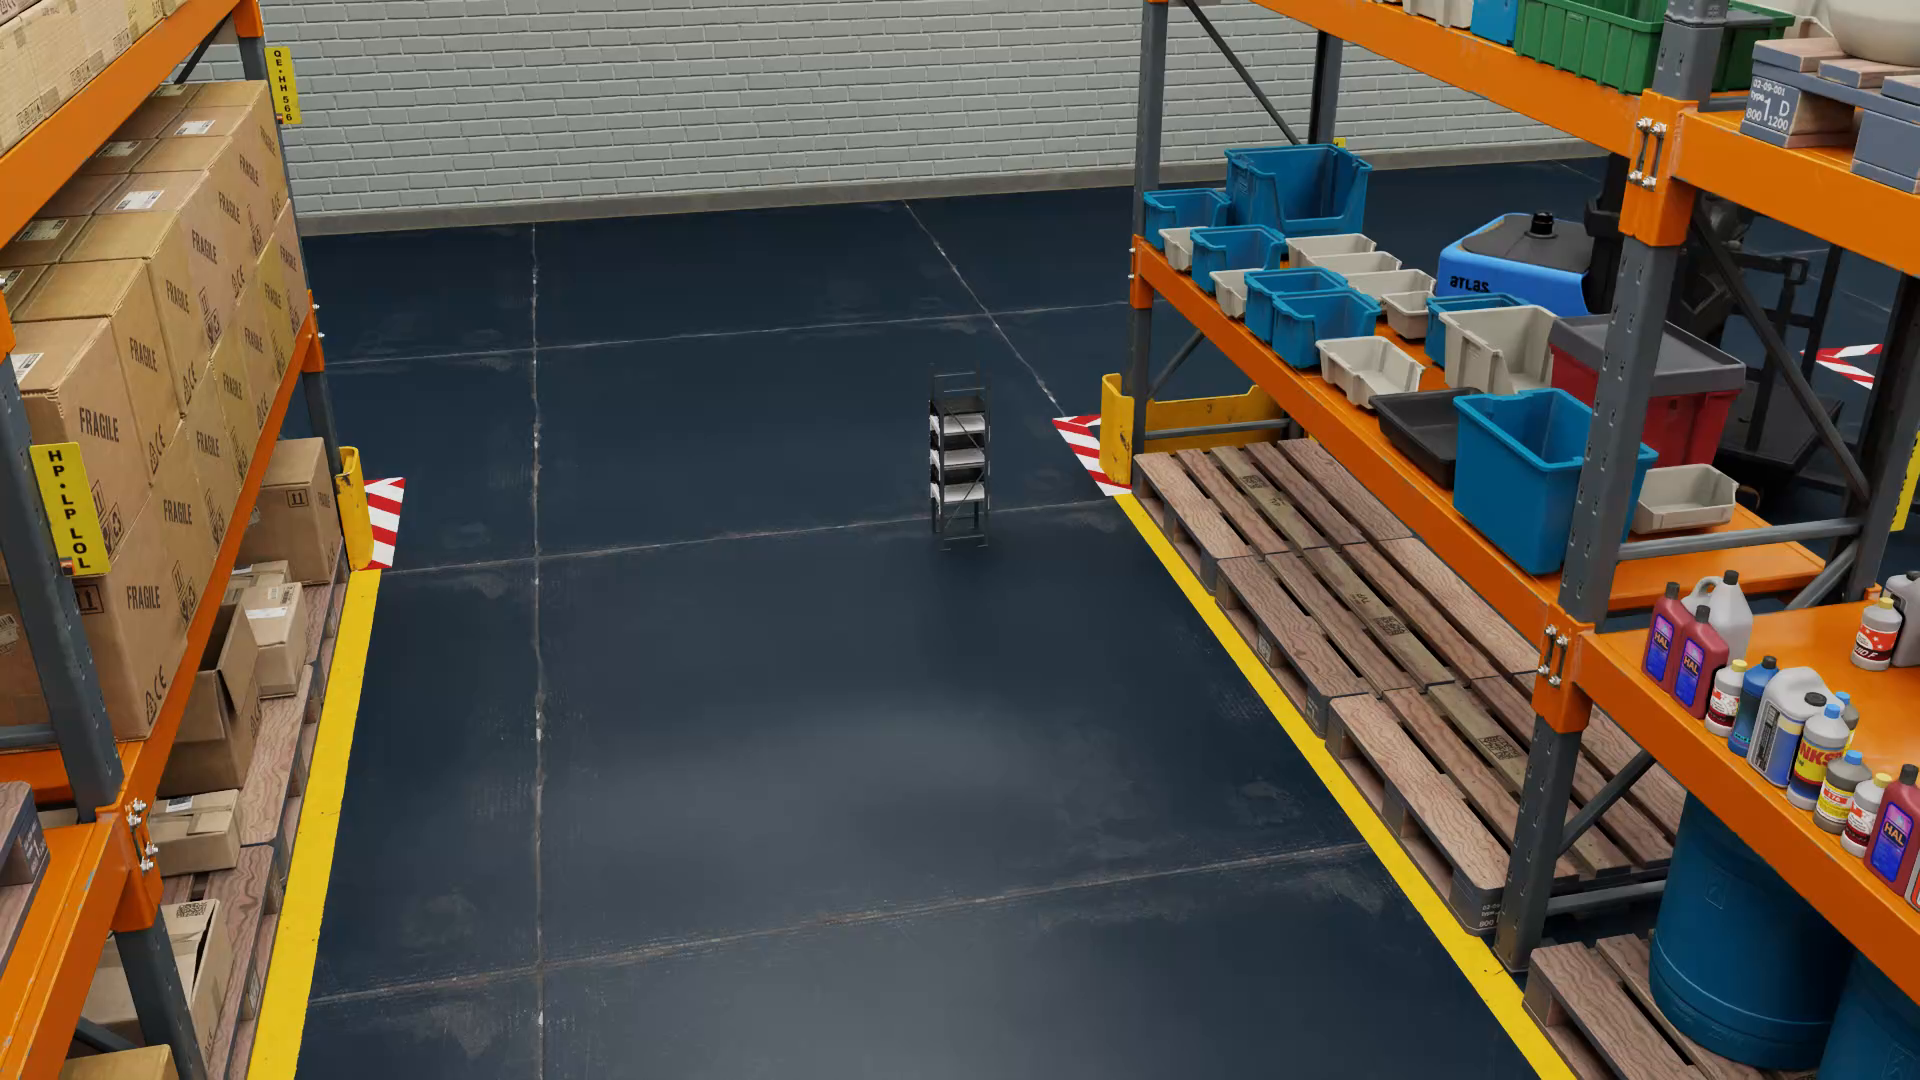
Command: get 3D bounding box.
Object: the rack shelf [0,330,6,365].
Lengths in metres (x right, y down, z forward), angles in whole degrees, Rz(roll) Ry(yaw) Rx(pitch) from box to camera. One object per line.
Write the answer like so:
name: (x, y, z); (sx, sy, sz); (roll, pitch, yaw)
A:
rack shelf: (-2.104, 0.368, 1.662); (1.077, 0.370, 4.000); (-6, 27, -12)

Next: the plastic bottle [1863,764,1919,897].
plastic bottle: (2.139, 0.653, 3.757); (0.061, 0.283, 0.133); (-6, 27, -12)

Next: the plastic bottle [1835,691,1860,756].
plastic bottle: (2.205, 0.477, 4.197); (0.097, 0.201, 0.097); (0, 27, 0)

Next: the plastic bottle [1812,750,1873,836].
plastic bottle: (2.109, 0.594, 3.965); (0.097, 0.201, 0.097); (0, 27, 0)

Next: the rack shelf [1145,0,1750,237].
rack shelf: (1.821, -1.890, 6.134); (1.077, 0.370, 4.000); (-6, 27, -12)

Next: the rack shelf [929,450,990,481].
rack shelf: (-0.002, -0.376, 8.069); (0.258, 0.077, 0.200); (-6, 27, -12)

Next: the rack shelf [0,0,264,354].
rack shelf: (-3.006, -1.388, 5.141); (1.077, 0.370, 4.000); (-6, 27, -12)

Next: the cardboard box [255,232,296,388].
cardboard box: (-2.970, -0.897, 6.586); (0.500, 0.500, 0.500); (-6, 27, -11)

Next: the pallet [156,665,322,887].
pallet: (-2.987, 0.914, 6.204); (1.003, 0.211, 1.213); (-6, 27, -12)

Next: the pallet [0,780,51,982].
pallet: (-2.481, 0.955, 3.241); (1.003, 0.211, 1.213); (-6, 27, -12)

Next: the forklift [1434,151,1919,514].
forklift: (4.063, -1.687, 8.340); (3.031, 2.935, 1.130); (19, 33, 33)

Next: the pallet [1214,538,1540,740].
pallet: (1.790, 0.396, 7.232); (1.003, 0.211, 1.213); (-6, 27, -12)

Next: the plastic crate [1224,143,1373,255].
plastic crate: (1.628, -1.664, 8.112); (0.616, 0.435, 0.499); (-6, 27, -12)

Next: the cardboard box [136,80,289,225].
cardboard box: (-3.088, -1.572, 6.815); (0.500, 0.500, 0.500); (-6, 27, -12)

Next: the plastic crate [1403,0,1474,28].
plastic crate: (1.614, -1.735, 5.322); (0.293, 0.136, 0.466); (-6, 27, -12)

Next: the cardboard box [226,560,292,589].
cardboard box: (-3.091, 0.221, 7.140); (0.380, 0.166, 0.250); (-6, 27, -12)

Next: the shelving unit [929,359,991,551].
shelving unit: (-0.002, -0.405, 8.054); (0.258, 0.900, 0.210); (-6, 27, -12)

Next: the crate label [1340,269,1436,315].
crate label: (1.868, -1.071, 7.268); (0.396, 0.136, 0.243); (-6, 27, -12)

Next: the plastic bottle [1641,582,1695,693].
plastic bottle: (1.939, 0.263, 4.530); (0.061, 0.283, 0.133); (-6, 27, -12)

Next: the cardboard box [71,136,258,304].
cardboard box: (-2.852, -1.123, 5.925); (0.500, 0.500, 0.500); (-5, 27, -10)

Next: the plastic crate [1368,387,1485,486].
plastic crate: (1.758, -0.362, 5.876); (0.437, 0.125, 0.590); (-6, 27, -12)

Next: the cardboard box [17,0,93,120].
cardboard box: (-2.532, -1.223, 4.181); (0.500, 0.250, 0.500); (-6, 27, -12)

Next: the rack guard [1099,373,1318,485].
rack guard: (1.352, -0.643, 8.969); (1.175, 0.500, 0.348); (-6, 27, -12)

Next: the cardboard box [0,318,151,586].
cardboard box: (-2.387, -0.219, 4.134); (0.500, 0.500, 0.500); (-5, 27, -10)

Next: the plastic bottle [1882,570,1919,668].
plastic bottle: (2.675, 0.202, 4.659); (0.152, 0.276, 0.135); (-6, 27, -12)

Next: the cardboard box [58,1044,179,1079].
cardboard box: (-2.165, 1.615, 4.008); (0.500, 0.500, 0.500); (-6, 27, -12)

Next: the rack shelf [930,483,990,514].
rack shelf: (-0.002, -0.215, 8.150); (0.258, 0.077, 0.200); (-6, 27, -12)

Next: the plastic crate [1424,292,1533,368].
plastic crate: (2.083, -0.826, 6.677); (0.416, 0.233, 0.300); (-6, 27, -12)

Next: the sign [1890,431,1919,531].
sign: (2.808, -0.172, 4.955); (0.100, 0.325, 0.005); (-6, 27, -12)

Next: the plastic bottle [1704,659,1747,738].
plastic bottle: (2.012, 0.407, 4.336); (0.097, 0.201, 0.097); (0, 27, 0)

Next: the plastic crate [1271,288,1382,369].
plastic crate: (1.469, -0.850, 6.724); (0.416, 0.233, 0.300); (-6, 27, -12)

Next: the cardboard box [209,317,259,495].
cardboard box: (-2.750, -0.456, 5.713); (0.500, 0.500, 0.500); (-6, 27, -12)

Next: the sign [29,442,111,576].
sign: (-2.015, -0.067, 3.769); (0.100, 0.325, 0.005); (-6, 27, -12)

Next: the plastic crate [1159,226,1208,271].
plastic crate: (1.097, -1.368, 7.857); (0.250, 0.136, 0.298); (-6, 27, -12)

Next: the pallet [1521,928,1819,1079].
pallet: (2.405, 1.594, 4.857); (1.003, 0.211, 1.213); (-6, 27, -12)

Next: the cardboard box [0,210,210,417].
cardboard box: (-2.619, -0.671, 5.030); (0.500, 0.500, 0.500); (-7, 28, -13)

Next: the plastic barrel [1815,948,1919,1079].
plastic barrel: (2.537, 1.307, 4.194); (0.600, 0.901, 0.708); (-6, 27, -12)

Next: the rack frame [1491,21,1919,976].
rack frame: (2.272, 0.006, 4.908); (1.000, 3.000, 0.127); (-6, 27, -12)

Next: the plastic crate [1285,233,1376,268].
plastic crate: (1.730, -1.319, 7.761); (0.396, 0.136, 0.243); (-6, 27, -12)

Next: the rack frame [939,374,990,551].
rack frame: (0.021, -0.361, 7.966); (0.240, 0.900, 0.006); (-6, 27, -12)

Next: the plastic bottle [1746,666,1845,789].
plastic bottle: (2.087, 0.464, 4.139); (0.152, 0.276, 0.135); (-6, 27, -12)

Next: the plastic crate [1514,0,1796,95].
plastic crate: (1.882, -1.393, 4.588); (0.450, 0.188, 0.662); (-6, 27, -12)

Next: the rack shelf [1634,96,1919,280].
rack shelf: (2.722, -0.134, 2.655); (1.077, 0.370, 4.000); (-6, 27, -12)

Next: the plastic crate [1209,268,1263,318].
plastic crate: (1.250, -1.070, 7.267); (0.250, 0.136, 0.298); (-6, 27, -12)

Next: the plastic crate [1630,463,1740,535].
plastic crate: (2.306, -0.122, 5.388); (0.396, 0.136, 0.243); (-6, 27, -12)

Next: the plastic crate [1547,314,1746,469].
plastic crate: (2.315, -0.466, 5.708); (0.402, 0.464, 0.583); (-6, 27, -12)

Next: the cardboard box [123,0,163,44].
cardboard box: (-2.760, -1.662, 5.051); (0.500, 0.250, 0.500); (-6, 27, -12)

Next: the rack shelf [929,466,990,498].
rack shelf: (-0.002, -0.295, 8.110); (0.258, 0.077, 0.200); (-6, 27, -12)

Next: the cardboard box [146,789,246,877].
cardboard box: (-2.644, 0.991, 5.613); (0.380, 0.166, 0.250); (-6, 27, -12)

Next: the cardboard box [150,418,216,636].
cardboard box: (-2.523, -0.013, 4.835); (0.500, 0.500, 0.500); (-5, 27, -11)

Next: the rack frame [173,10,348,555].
rack frame: (-3.457, -1.248, 7.394); (1.000, 3.000, 0.127); (-6, 27, -12)

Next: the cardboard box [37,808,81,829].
cardboard box: (-3.129, 0.961, 5.513); (0.500, 0.311, 0.500); (-6, 27, -12)

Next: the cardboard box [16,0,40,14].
cardboard box: (-2.537, -1.446, 4.068); (0.500, 0.250, 0.500); (-6, 27, -12)

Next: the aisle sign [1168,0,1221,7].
aisle sign: (1.065, -2.912, 7.805); (0.394, 0.787, 0.004); (-6, 27, -12)
